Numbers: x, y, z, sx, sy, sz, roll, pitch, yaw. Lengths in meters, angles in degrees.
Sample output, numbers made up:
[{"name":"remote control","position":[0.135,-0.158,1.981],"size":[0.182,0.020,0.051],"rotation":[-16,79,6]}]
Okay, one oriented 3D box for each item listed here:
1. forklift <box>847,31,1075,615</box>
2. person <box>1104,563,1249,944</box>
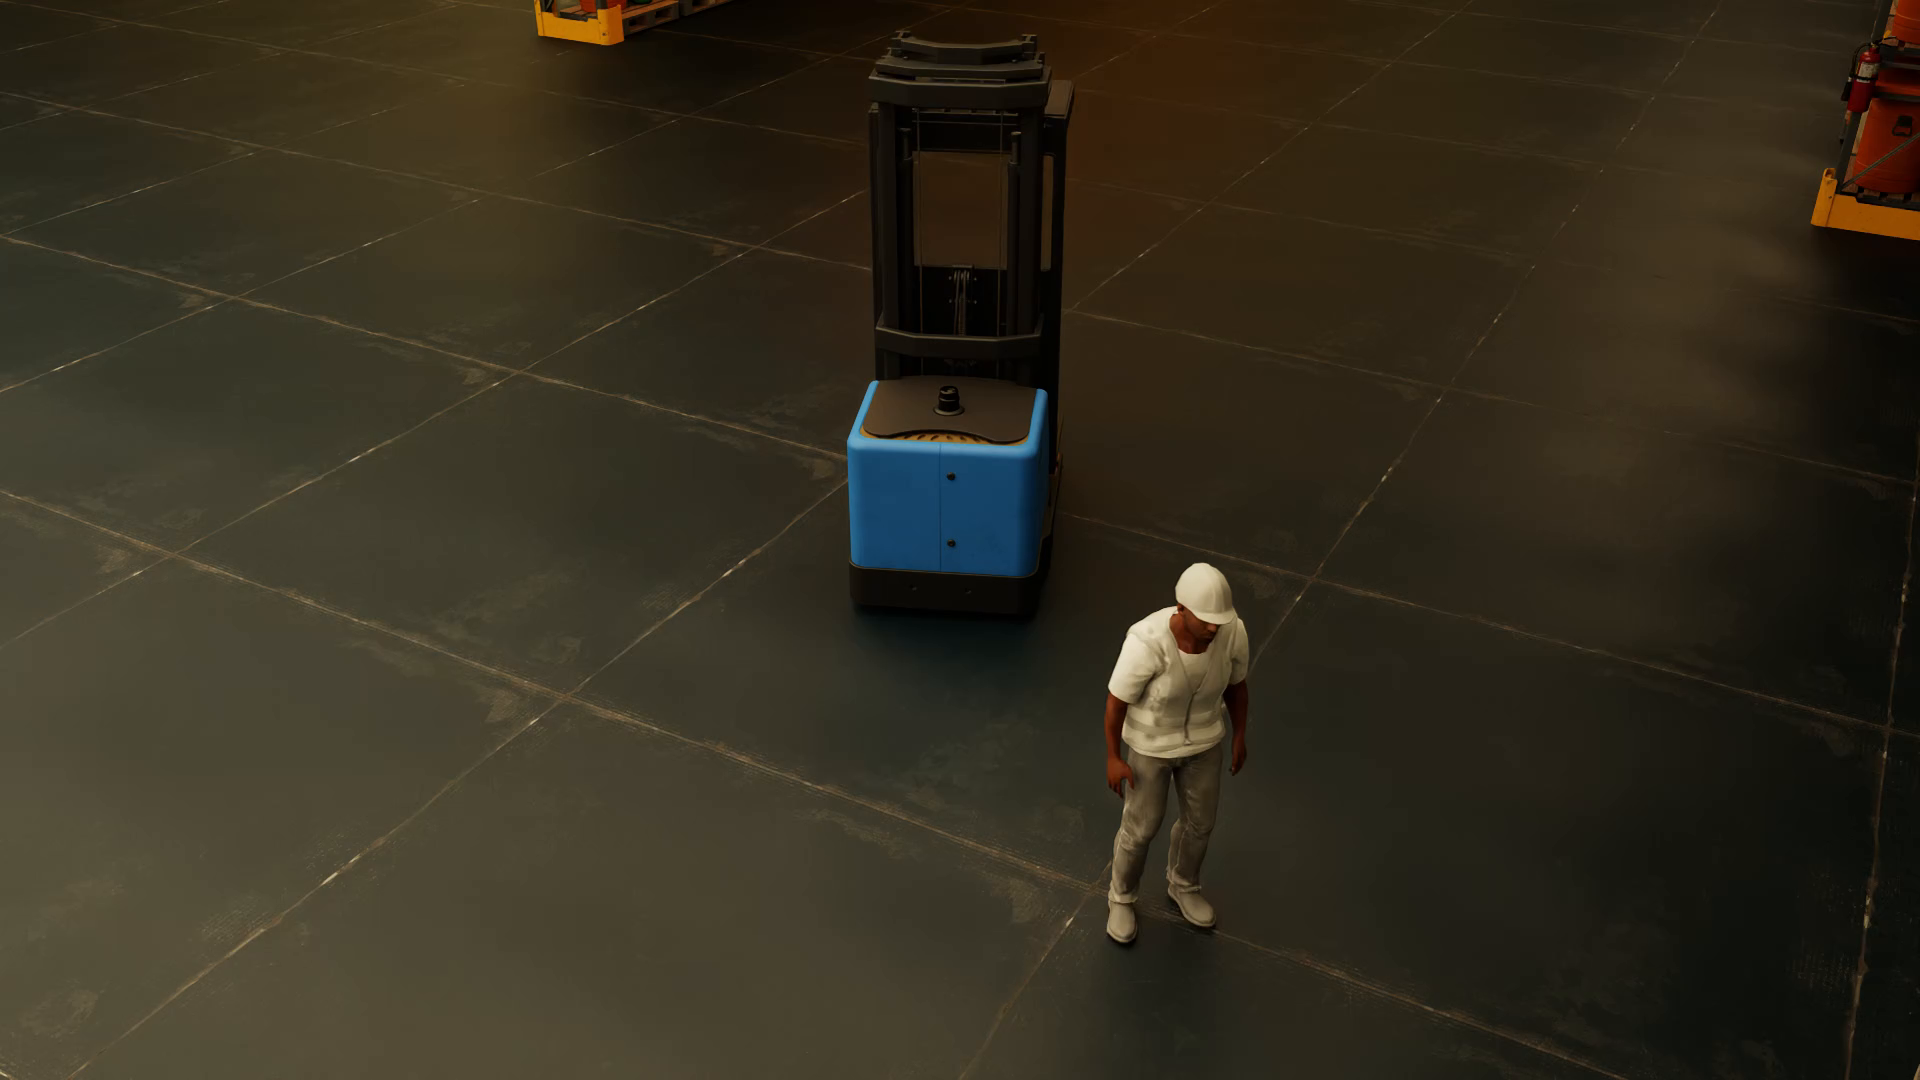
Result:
[{"name":"forklift","position":[0.072,-1.572,9.794],"size":[1.130,2.935,3.031],"rotation":[3,30,6]},{"name":"person","position":[0.889,0.844,6.784],"size":[0.631,1.759,0.461],"rotation":[-9,31,-15]}]
